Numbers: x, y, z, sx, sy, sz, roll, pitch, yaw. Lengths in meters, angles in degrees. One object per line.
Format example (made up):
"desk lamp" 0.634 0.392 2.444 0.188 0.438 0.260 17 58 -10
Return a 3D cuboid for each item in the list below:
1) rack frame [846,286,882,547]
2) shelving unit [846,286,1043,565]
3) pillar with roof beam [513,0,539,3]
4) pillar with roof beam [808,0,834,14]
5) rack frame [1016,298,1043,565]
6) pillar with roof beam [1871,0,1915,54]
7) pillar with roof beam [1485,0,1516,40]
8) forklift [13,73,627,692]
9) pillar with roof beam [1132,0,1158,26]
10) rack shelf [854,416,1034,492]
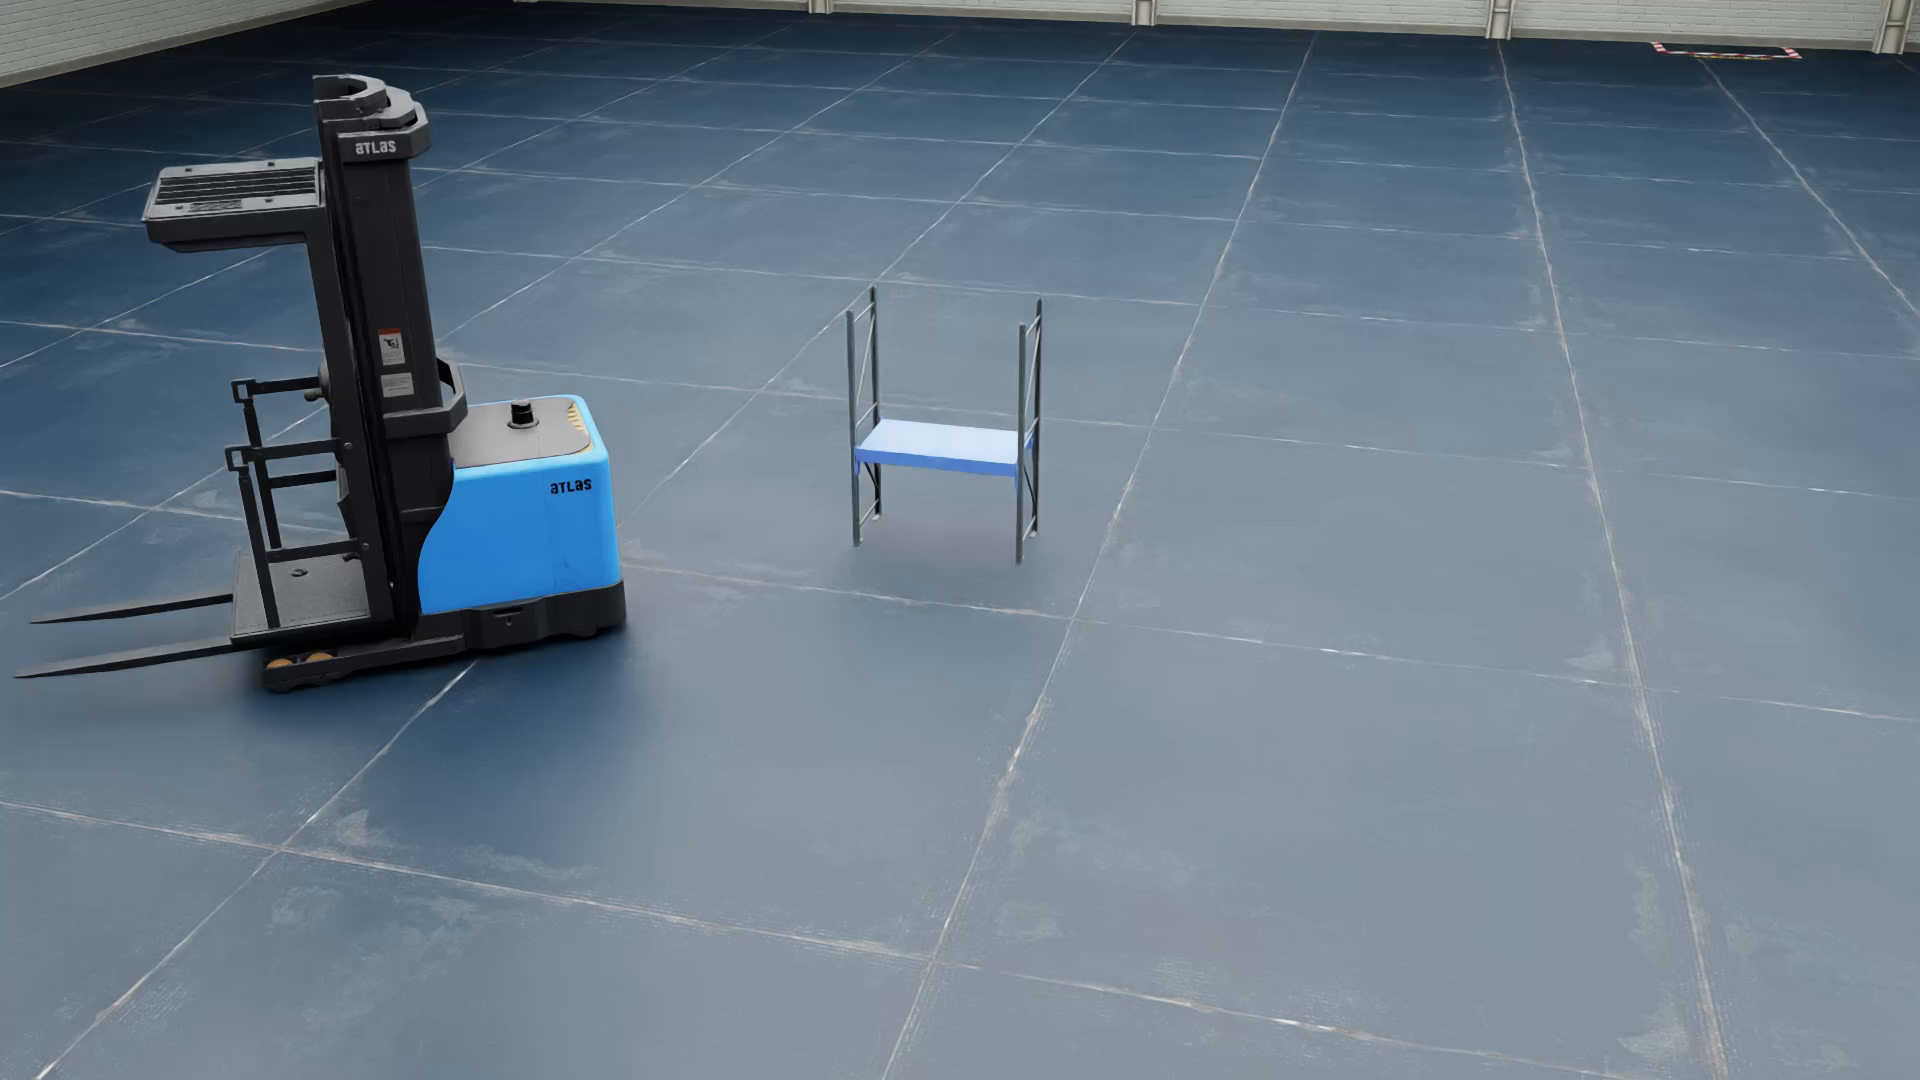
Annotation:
"rack frame" -0.575 -0.741 10.061 0.032 1.500 0.500 6 26 13
"shelving unit" -0.083 -0.686 9.947 1.048 1.500 0.538 6 26 13
"pillar with roof beam" -9.441 -12.668 26.389 0.400 9.000 9.100 6 26 13
"pillar with roof beam" -3.630 -12.025 25.040 0.400 9.000 9.100 6 26 13
"rack frame" 0.410 -0.632 9.832 0.032 1.500 0.500 6 26 13
"pillar with roof beam" 13.803 -10.098 20.993 0.400 9.000 9.100 6 26 13
"pillar with roof beam" 7.992 -10.741 22.342 0.400 9.000 9.100 6 26 13
"forklift" -3.415 -0.794 8.508 3.031 2.935 1.130 -9 27 -18
"pillar with roof beam" 2.181 -11.383 23.691 0.400 9.000 9.100 6 26 13
"rack shelf" -0.083 -0.524 10.024 1.000 0.185 0.538 6 26 13
